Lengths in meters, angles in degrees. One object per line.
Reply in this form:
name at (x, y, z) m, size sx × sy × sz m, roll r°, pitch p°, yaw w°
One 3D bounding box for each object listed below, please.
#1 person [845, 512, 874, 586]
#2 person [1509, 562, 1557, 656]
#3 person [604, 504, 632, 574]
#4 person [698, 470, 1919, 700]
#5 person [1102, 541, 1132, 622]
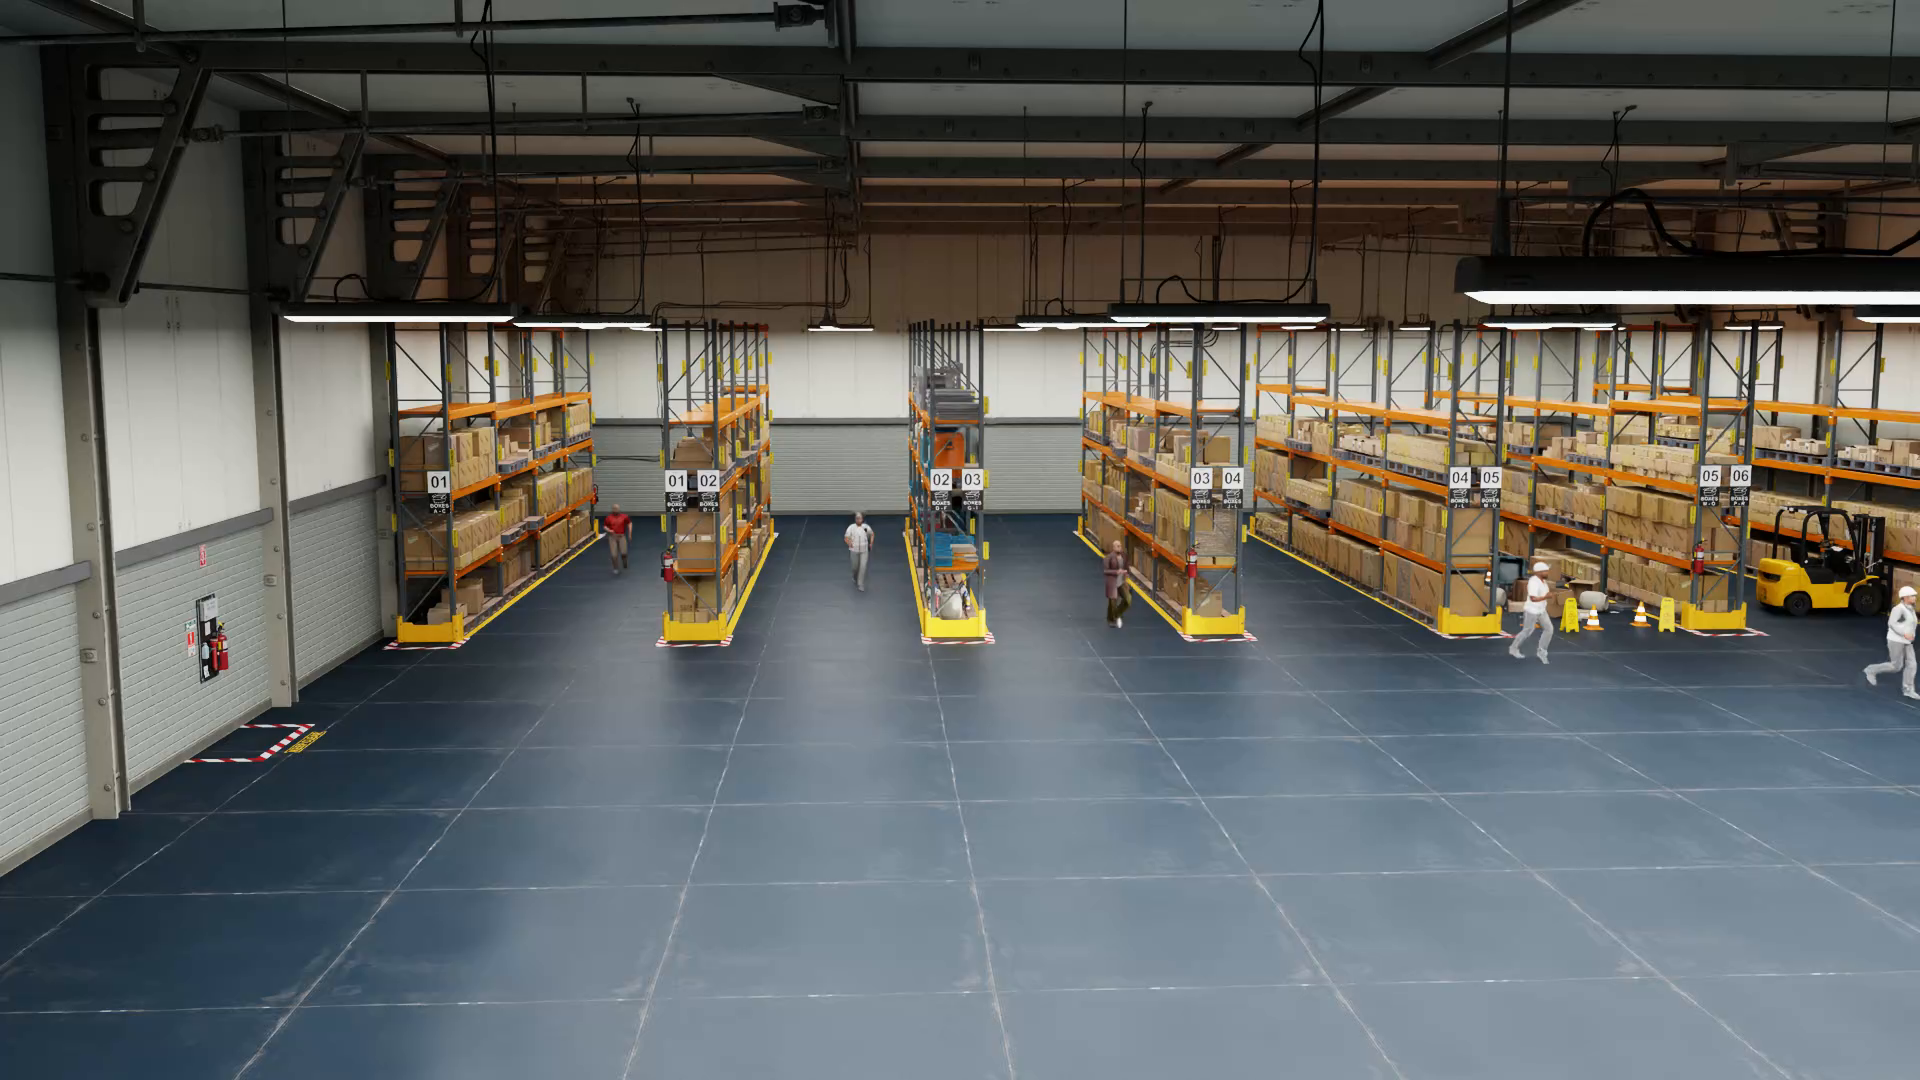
person at (-2.260, 0.185, 37.548) m, size 0.677 × 1.666 × 0.732 m, roll -1°, pitch 7°, yaw -6°
person at (10.006, 1.190, 28.975) m, size 0.825 × 1.639 × 0.661 m, roll 7°, pitch 10°, yaw 43°
person at (-8.175, -0.012, 39.792) m, size 0.674 × 1.692 × 0.587 m, roll -2°, pitch 7°, yaw -14°
person at (5.287, 0.599, 28.724) m, size 12.130 × 3.203 × 17.110 m, roll -6°, pitch 9°, yaw -40°
person at (3.066, 0.824, 32.217) m, size 0.757 × 1.647 × 0.821 m, roll -3°, pitch 8°, yaw -26°
